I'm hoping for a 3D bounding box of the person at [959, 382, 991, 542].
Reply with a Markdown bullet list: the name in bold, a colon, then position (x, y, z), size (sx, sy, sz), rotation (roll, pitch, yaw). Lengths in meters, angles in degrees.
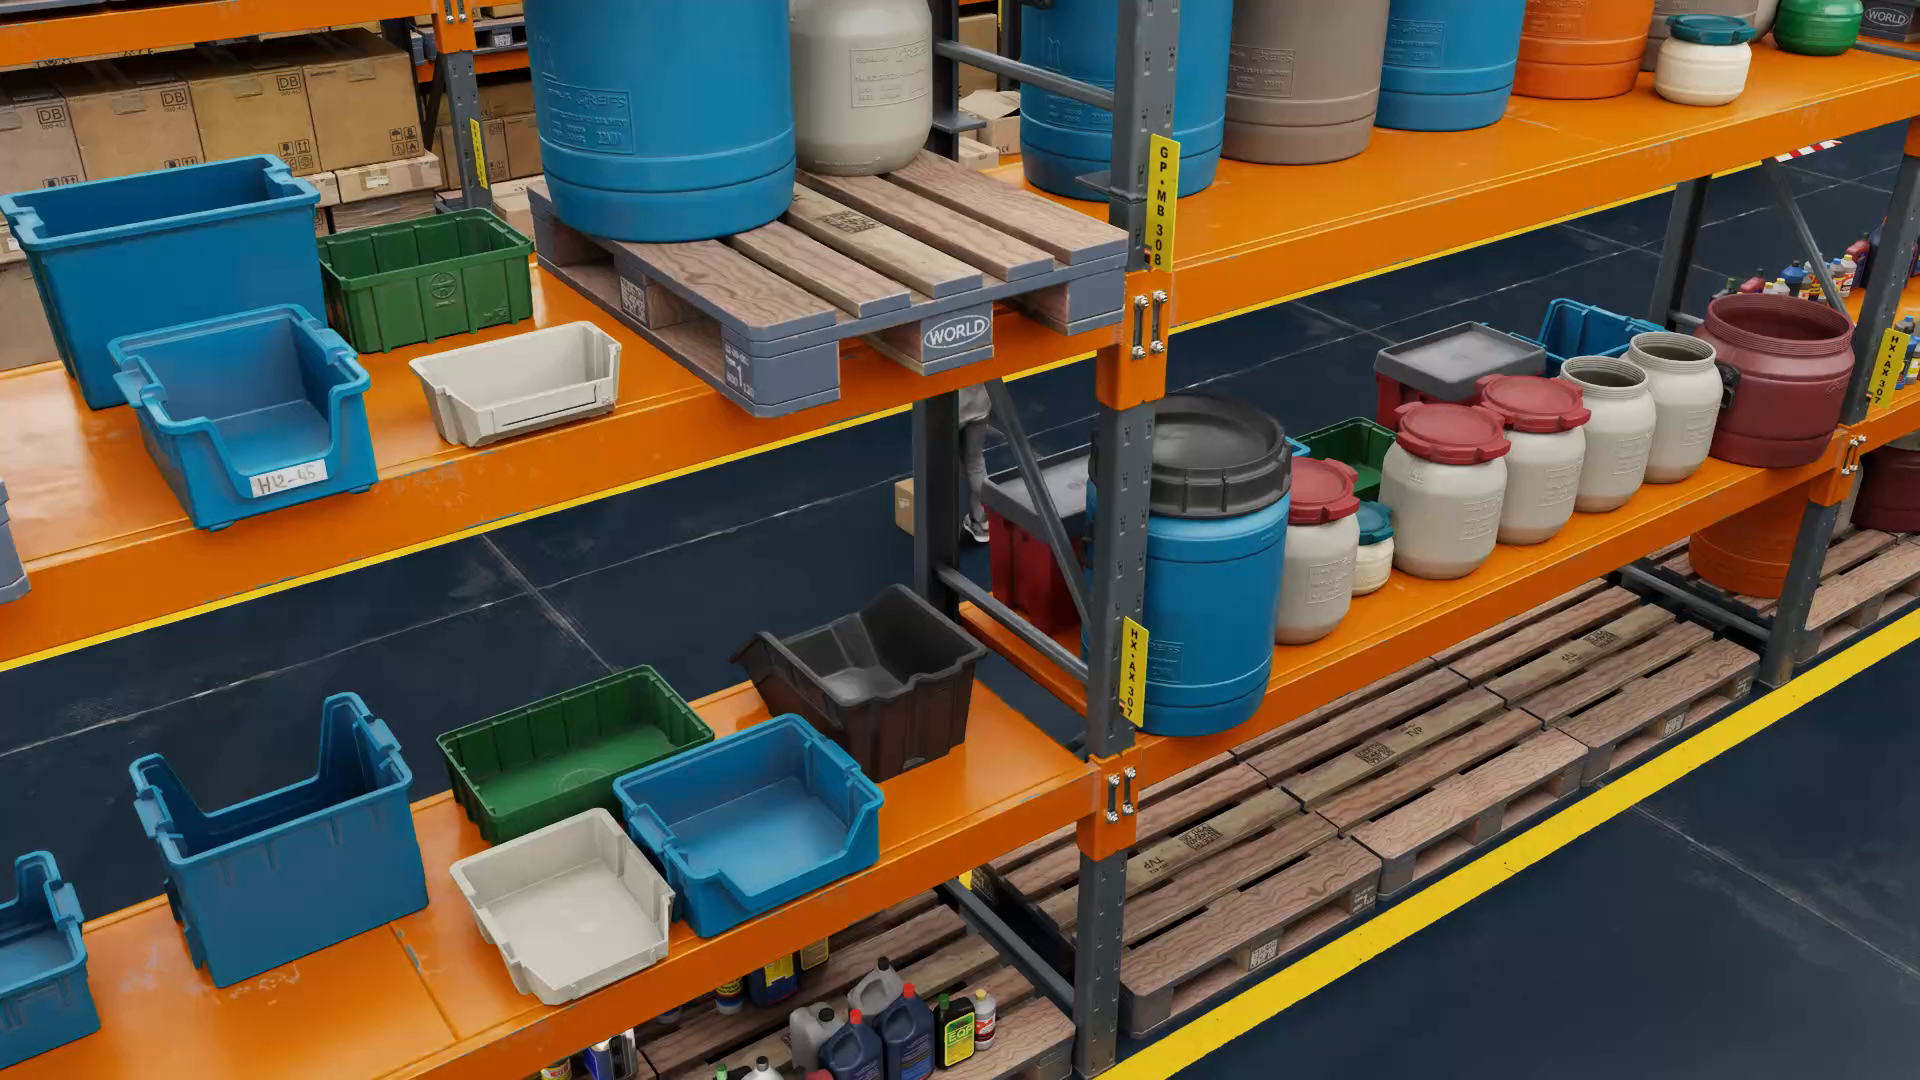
- **person**: position (-0.033, -0.678, 8.361), size (0.477, 1.592, 0.377), rotation (-21, 35, -33)
